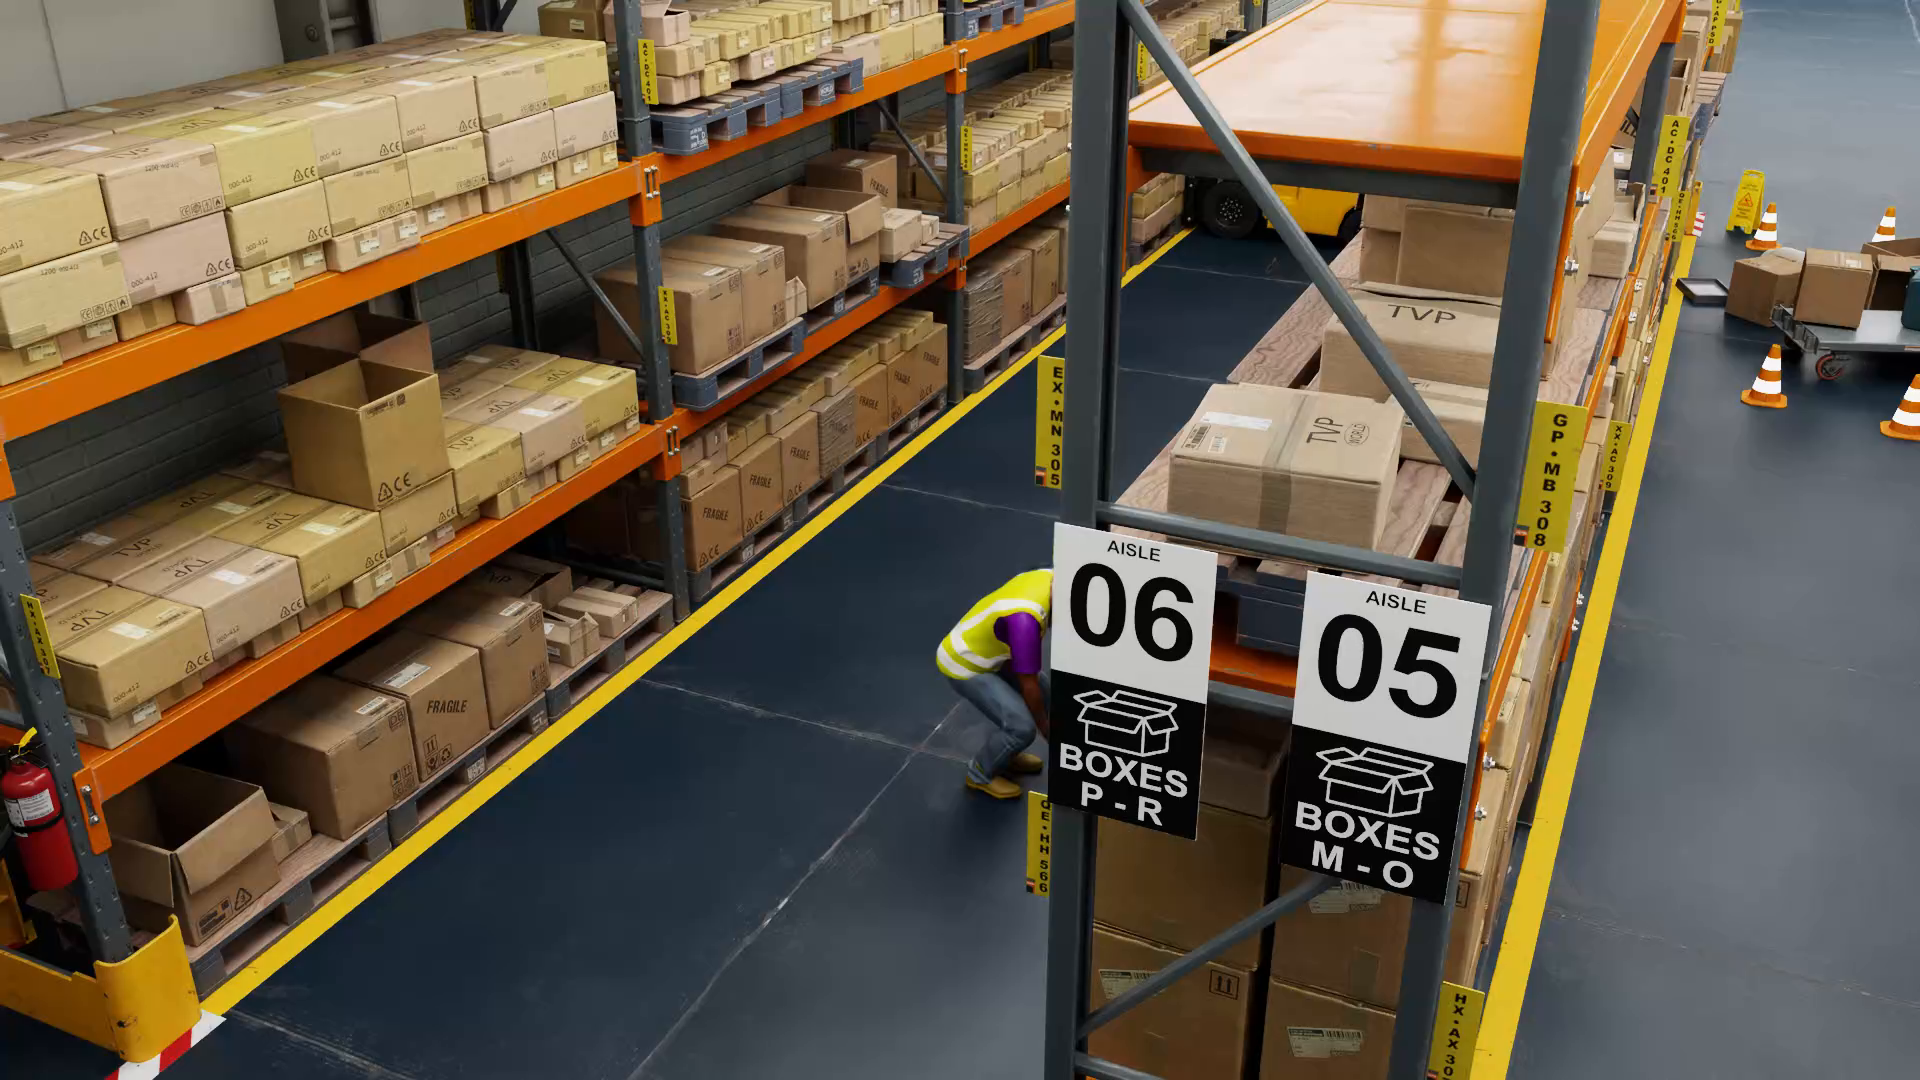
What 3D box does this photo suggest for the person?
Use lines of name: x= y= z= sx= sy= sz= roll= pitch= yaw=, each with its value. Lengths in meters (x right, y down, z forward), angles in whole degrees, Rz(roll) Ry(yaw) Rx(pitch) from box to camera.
person: x=0.310 y=0.646 z=8.312 sx=0.817 sy=1.283 sz=0.627 roll=11 pitch=28 yaw=22
